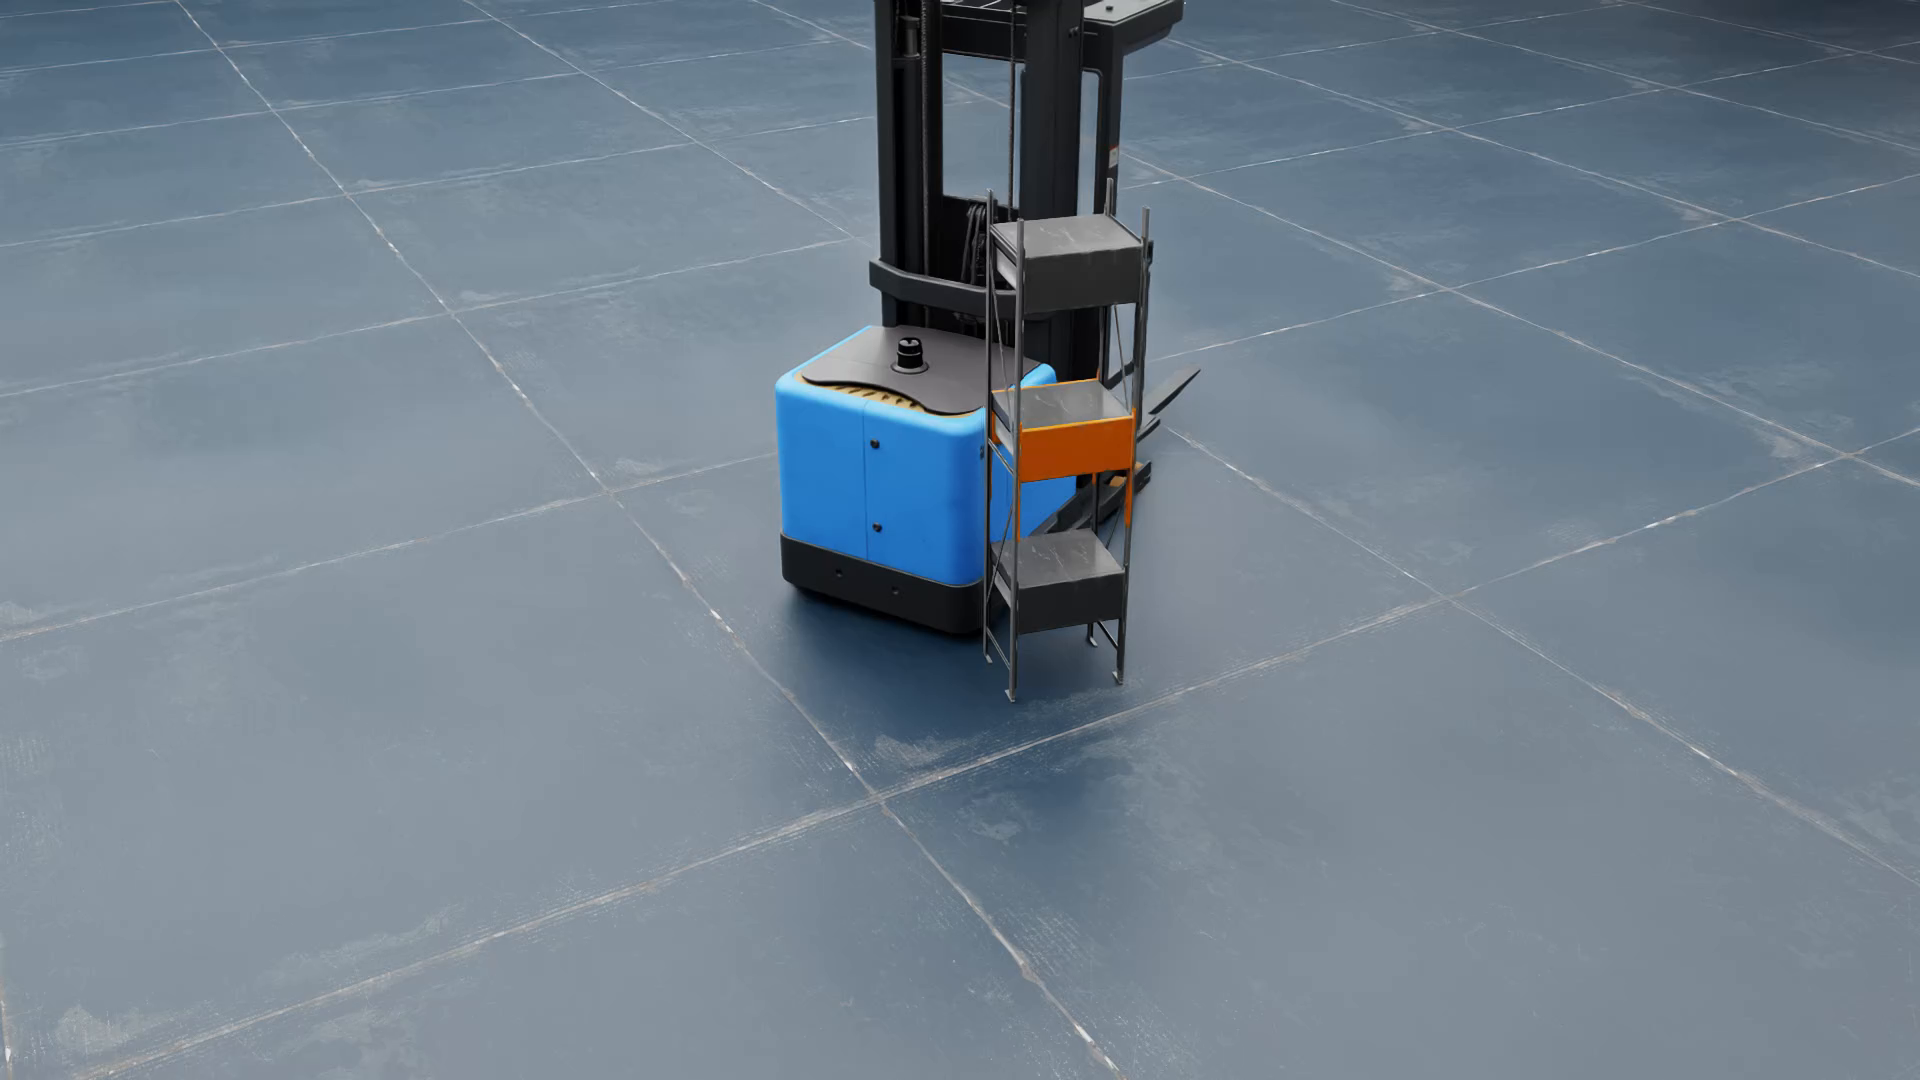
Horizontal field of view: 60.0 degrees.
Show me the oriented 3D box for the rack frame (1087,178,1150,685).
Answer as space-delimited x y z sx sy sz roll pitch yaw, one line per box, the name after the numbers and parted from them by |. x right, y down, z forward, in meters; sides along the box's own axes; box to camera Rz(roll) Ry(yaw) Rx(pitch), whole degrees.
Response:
0.634 -0.392 6.787 0.015 2.100 0.400 -8 30 -15 | rack frame

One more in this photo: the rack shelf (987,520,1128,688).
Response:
0.401 0.267 7.070 0.480 0.518 0.431 -8 30 -15 | rack shelf

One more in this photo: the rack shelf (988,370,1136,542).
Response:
0.401 -0.346 6.732 0.480 0.518 0.431 -8 30 -15 | rack shelf

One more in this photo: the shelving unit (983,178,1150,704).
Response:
0.401 -0.358 6.725 0.503 2.100 0.431 -8 30 -15 | shelving unit

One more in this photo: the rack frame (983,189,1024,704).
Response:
0.167 -0.324 6.664 0.015 2.100 0.400 -8 30 -15 | rack frame

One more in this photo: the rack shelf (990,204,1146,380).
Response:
0.401 -0.959 6.394 0.480 0.518 0.431 -8 30 -15 | rack shelf

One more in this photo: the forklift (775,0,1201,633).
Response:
0.344 -1.547 8.019 1.130 2.935 3.031 16 33 26 | forklift
